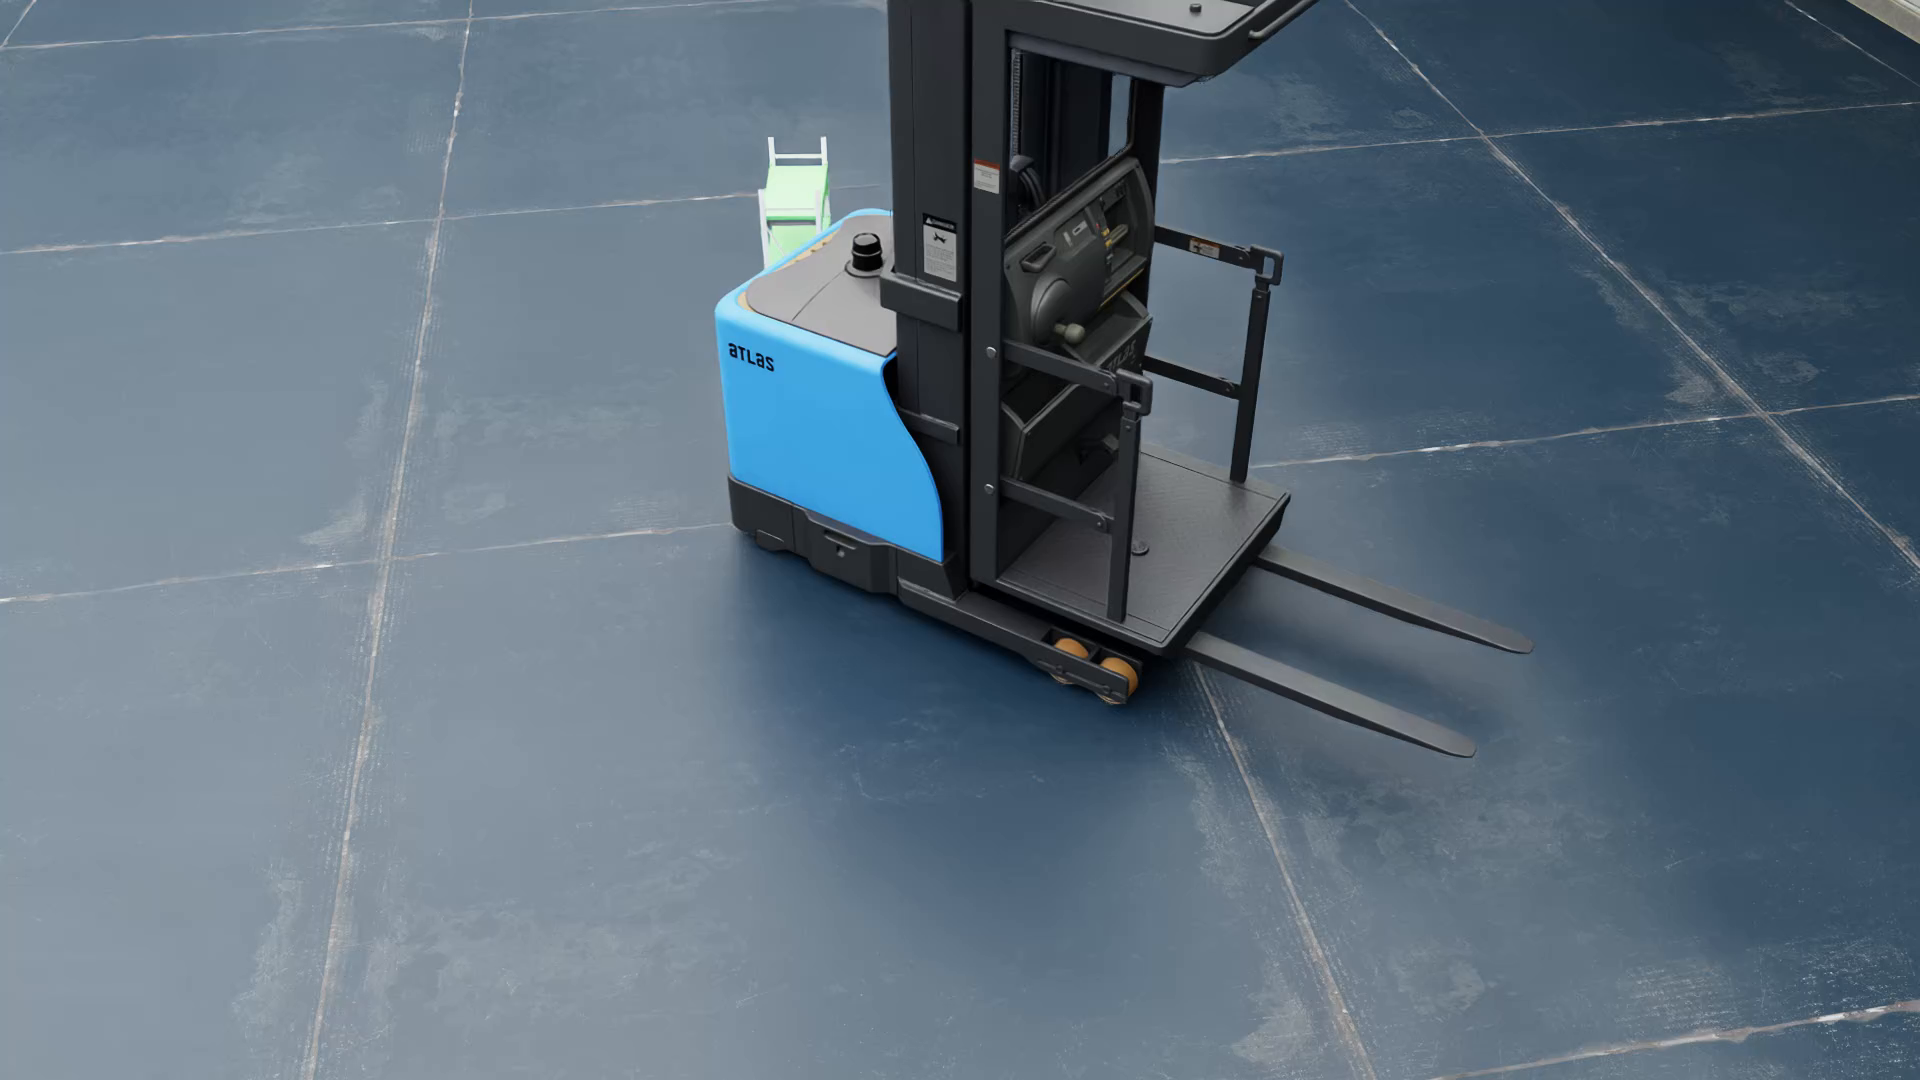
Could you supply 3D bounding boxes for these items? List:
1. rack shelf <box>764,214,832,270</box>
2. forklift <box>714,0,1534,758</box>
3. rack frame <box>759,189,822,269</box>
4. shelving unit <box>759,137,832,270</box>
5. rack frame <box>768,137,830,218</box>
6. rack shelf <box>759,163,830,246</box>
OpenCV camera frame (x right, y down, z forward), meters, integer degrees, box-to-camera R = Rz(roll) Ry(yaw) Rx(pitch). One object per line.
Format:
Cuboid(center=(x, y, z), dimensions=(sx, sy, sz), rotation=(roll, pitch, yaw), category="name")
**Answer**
Cuboid(center=(-0.679, -1.199, 7.028), dimensions=(0.258, 0.148, 0.480), rotation=(0, 38, -1), category="rack shelf")
Cuboid(center=(0.589, -0.941, 5.572), dimensions=(3.031, 2.935, 1.130), rotation=(22, 43, 25), category="forklift")
Cuboid(center=(-0.676, -0.910, 6.944), dimensions=(0.240, 1.200, 0.015), rotation=(0, 38, -1), category="rack frame")
Cuboid(center=(-0.679, -1.060, 7.136), dimensions=(0.258, 1.200, 0.503), rotation=(0, 38, -1), category="shelving unit")
Cuboid(center=(-0.682, -1.210, 7.329), dimensions=(0.240, 1.200, 0.015), rotation=(0, 38, -1), category="rack frame")
Cuboid(center=(-0.679, -1.389, 6.881), dimensions=(0.258, 0.148, 0.480), rotation=(0, 38, -1), category="rack shelf")
